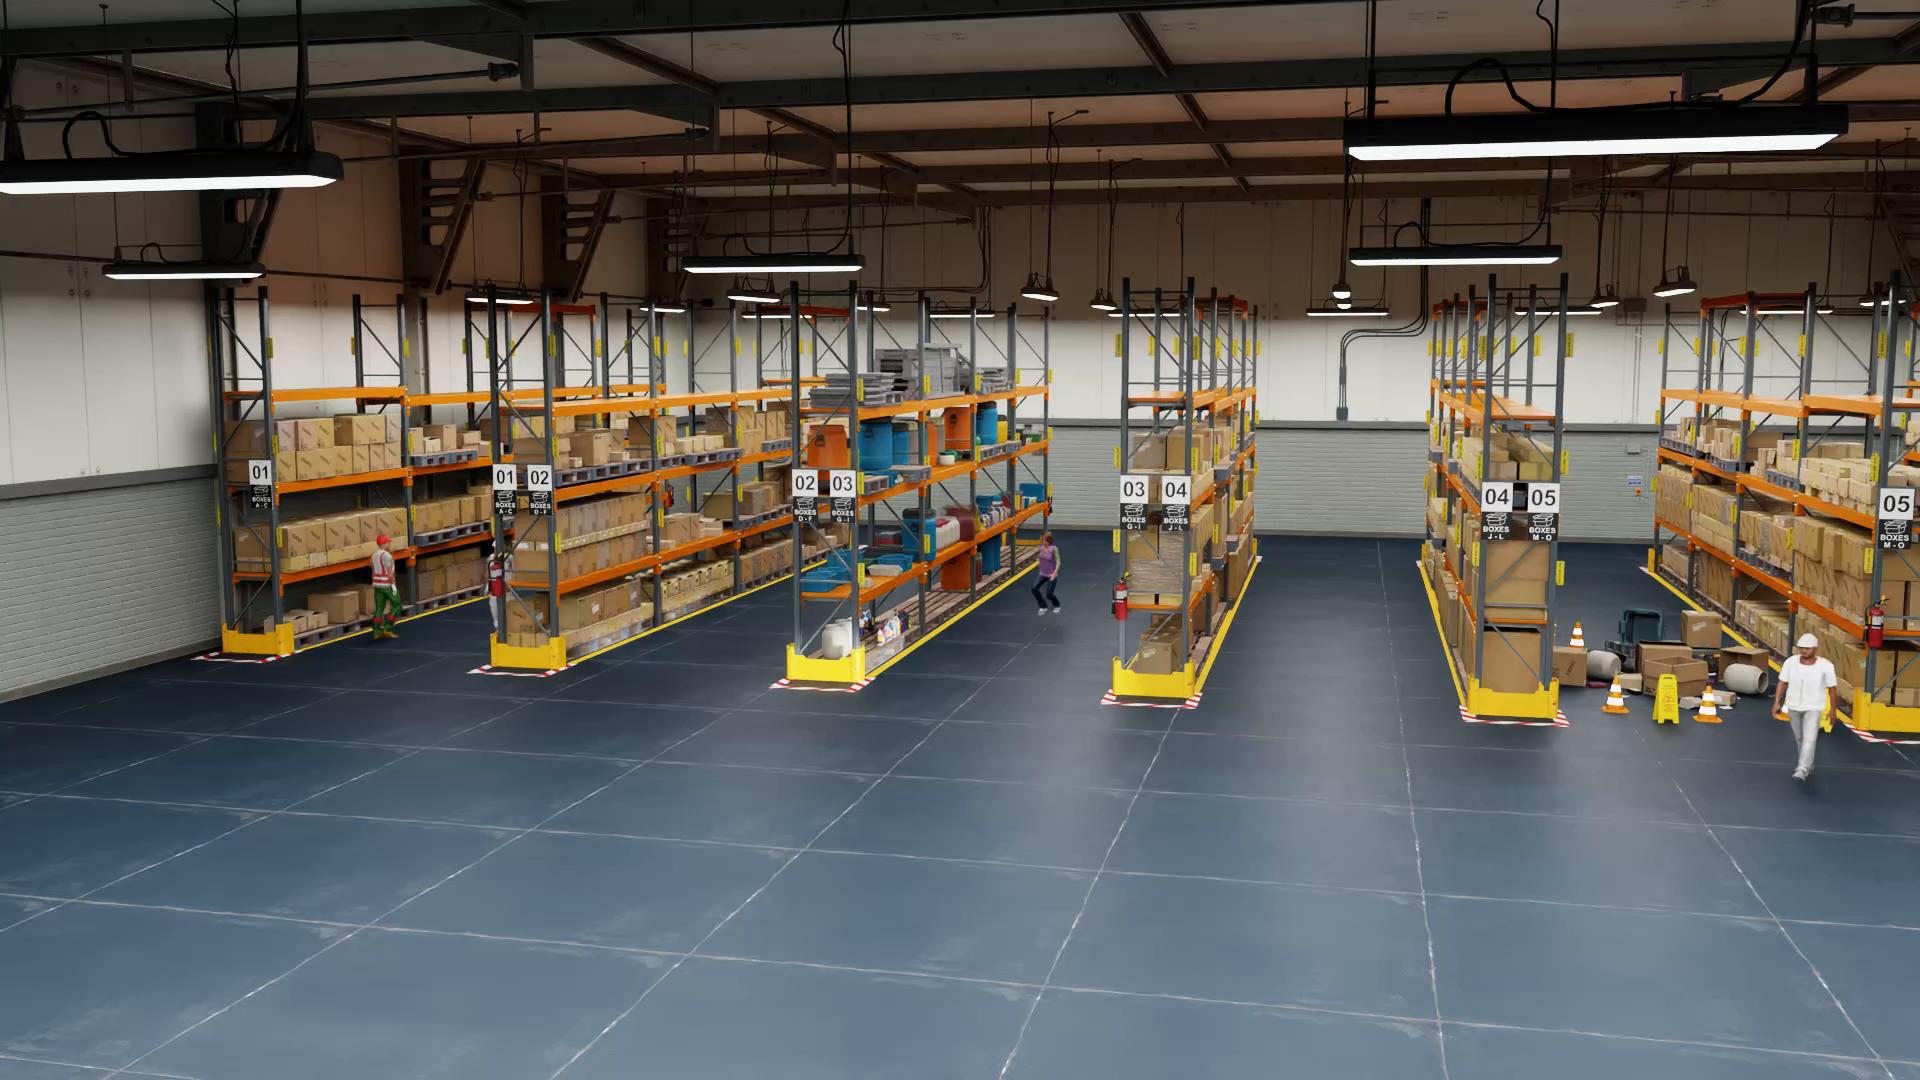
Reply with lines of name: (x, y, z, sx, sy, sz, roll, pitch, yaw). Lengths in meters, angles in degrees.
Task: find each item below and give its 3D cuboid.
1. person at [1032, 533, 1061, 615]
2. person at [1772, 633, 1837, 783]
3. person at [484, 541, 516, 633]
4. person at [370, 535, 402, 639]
person: (1.587, 0.598, 29.835, 0.537, 1.456, 0.632, 5, 8, 35)
person: (9.723, 1.929, 19.210, 1.090, 1.700, 0.595, -6, 9, -40)
person: (-7.905, 0.832, 28.785, 0.628, 1.767, 0.689, 0, 7, 3)
person: (-9.962, 0.805, 28.721, 0.602, 1.771, 0.455, 4, 8, 33)
